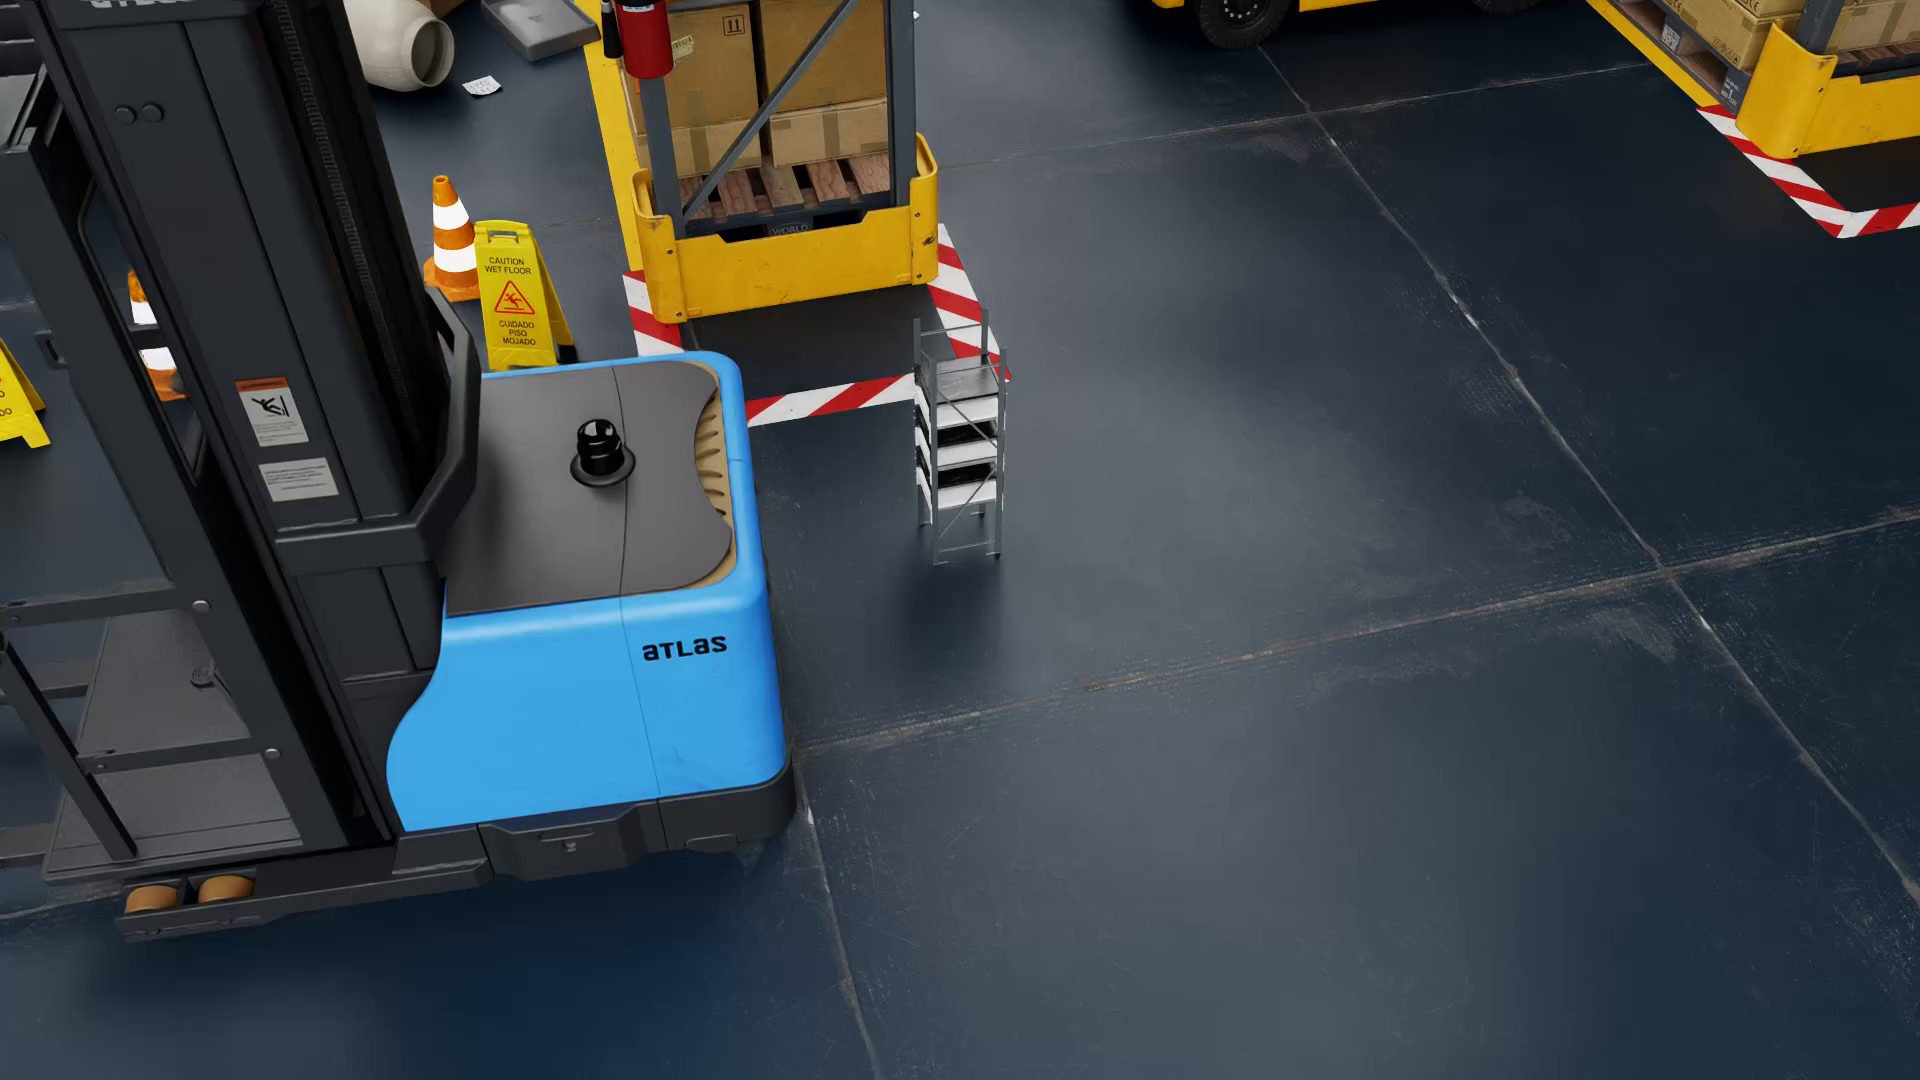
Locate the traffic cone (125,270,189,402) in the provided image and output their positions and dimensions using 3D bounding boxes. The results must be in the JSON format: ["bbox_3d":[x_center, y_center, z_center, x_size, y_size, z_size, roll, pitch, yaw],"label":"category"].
[{"bbox_3d":[-3.006,-0.805,6.215,0.336,0.463,0.334,-11,47,-10],"label":"traffic cone"}]

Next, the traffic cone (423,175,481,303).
[{"bbox_3d":[-2.020,-1.242,6.644,0.336,0.463,0.334,-11,47,-10],"label":"traffic cone"}]

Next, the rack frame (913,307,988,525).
[{"bbox_3d":[-0.028,-0.391,5.503,0.240,0.900,0.006,-11,47,-10],"label":"rack frame"}]

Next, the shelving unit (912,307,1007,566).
[{"bbox_3d":[-0.002,-0.321,5.434,0.258,0.900,0.210,-11,47,-10],"label":"shelving unit"}]

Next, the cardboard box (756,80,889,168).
[{"bbox_3d":[-0.603,-1.861,7.105,0.500,0.250,0.500,-11,47,-11],"label":"cardboard box"}]

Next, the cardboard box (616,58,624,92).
[{"bbox_3d":[-1.255,-2.122,7.360,0.500,0.250,0.500,-11,47,-10],"label":"cardboard box"}]

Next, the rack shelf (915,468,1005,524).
[{"bbox_3d":[-0.002,-0.171,5.586,0.258,0.077,0.200,-11,47,-10],"label":"rack shelf"}]

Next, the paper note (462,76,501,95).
[{"bbox_3d":[-2.249,-2.142,7.828,0.142,0.019,0.148,-26,51,-24],"label":"paper note"}]

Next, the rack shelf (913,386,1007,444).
[{"bbox_3d":[-0.002,-0.423,5.329,0.258,0.077,0.200,-11,47,-10],"label":"rack shelf"}]

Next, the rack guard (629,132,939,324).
[{"bbox_3d":[-0.683,-1.247,6.622,1.175,0.500,0.348,-11,47,-10],"label":"rack guard"}]

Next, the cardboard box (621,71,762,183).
[{"bbox_3d":[-1.137,-1.779,7.025,0.500,0.250,0.500,-11,47,-11],"label":"cardboard box"}]

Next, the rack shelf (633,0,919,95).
[{"bbox_3d":[-1.175,-3.198,7.288,1.077,0.370,4.000,-11,47,-10],"label":"rack shelf"}]

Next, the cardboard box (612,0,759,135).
[{"bbox_3d":[-1.121,-2.022,6.737,0.500,0.500,0.500,-10,46,-10],"label":"cardboard box"}]

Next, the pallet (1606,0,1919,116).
[{"bbox_3d":[3.898,-2.524,8.076,1.003,0.211,1.213,-11,47,-10],"label":"pallet"}]

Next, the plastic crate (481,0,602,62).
[{"bbox_3d":[-2.078,-2.575,8.218,0.402,0.080,0.583,-26,51,-24],"label":"plastic crate"}]

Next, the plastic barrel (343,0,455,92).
[{"bbox_3d":[-2.656,-2.317,7.724,0.512,0.421,0.421,19,48,17],"label":"plastic barrel"}]

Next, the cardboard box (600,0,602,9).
[{"bbox_3d":[-1.395,-2.482,7.714,0.500,0.250,0.500,-12,47,-12],"label":"cardboard box"}]

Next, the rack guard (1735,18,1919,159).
[{"bbox_3d":[4.140,-2.088,7.446,1.175,0.500,0.348,-11,47,-10],"label":"rack guard"}]

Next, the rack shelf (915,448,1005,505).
[{"bbox_3d":[-0.002,-0.234,5.522,0.258,0.077,0.200,-11,47,-10],"label":"rack shelf"}]

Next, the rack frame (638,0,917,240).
[{"bbox_3d":[-0.663,-2.069,5.678,1.000,3.000,0.127,-11,47,-10],"label":"rack frame"}]

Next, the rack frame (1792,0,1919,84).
[{"bbox_3d":[4.134,-2.980,6.570,1.000,3.000,0.127,-11,47,-10],"label":"rack frame"}]

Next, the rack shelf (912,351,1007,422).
[{"bbox_3d":[-0.002,-0.486,5.265,0.258,0.077,0.200,-11,47,-10],"label":"rack shelf"}]

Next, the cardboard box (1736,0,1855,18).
[{"bbox_3d":[3.707,-2.618,7.497,0.500,0.250,0.500,-11,47,-11],"label":"cardboard box"}]

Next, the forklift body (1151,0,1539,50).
[{"bbox_3d":[1.885,-3.658,7.829,2.313,2.155,1.214,-11,47,-10],"label":"forklift body"}]

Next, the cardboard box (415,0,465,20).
[{"bbox_3d":[-2.728,-2.968,8.307,0.500,0.500,0.500,19,48,17],"label":"cardboard box"}]

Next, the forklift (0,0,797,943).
[{"bbox_3d":[-2.044,-0.318,4.009,3.031,2.935,1.130,-7,46,-7],"label":"forklift"}]

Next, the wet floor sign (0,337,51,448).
[{"bbox_3d":[-3.501,-0.613,5.898,0.267,0.644,0.232,-18,48,-17],"label":"wet floor sign"}]

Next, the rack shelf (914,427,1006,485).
[{"bbox_3d":[-0.002,-0.297,5.458,0.258,0.077,0.200,-11,47,-10],"label":"rack shelf"}]

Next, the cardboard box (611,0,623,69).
[{"bbox_3d":[-1.257,-2.382,7.090,0.500,0.500,0.500,-9,46,-9],"label":"cardboard box"}]

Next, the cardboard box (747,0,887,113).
[{"bbox_3d":[-0.609,-2.140,6.853,0.500,0.500,0.500,-12,47,-12],"label":"cardboard box"}]

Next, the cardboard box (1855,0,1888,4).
[{"bbox_3d":[4.214,-2.702,7.579,0.500,0.250,0.500,-10,46,-10],"label":"cardboard box"}]

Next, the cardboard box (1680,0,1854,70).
[{"bbox_3d":[3.708,-2.431,7.663,0.500,0.250,0.500,-10,46,-10],"label":"cardboard box"}]

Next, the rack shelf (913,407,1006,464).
[{"bbox_3d":[-0.002,-0.360,5.394,0.258,0.077,0.200,-11,47,-10],"label":"rack shelf"}]

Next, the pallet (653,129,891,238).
[{"bbox_3d":[-0.857,-1.713,7.281,1.003,0.211,1.213,-11,47,-10],"label":"pallet"}]

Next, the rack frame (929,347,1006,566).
[{"bbox_3d":[0.024,-0.250,5.365,0.240,0.900,0.006,-11,47,-10],"label":"rack frame"}]

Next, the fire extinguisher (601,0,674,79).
[{"bbox_3d":[-1.080,-1.879,5.545,0.296,0.674,0.183,-11,47,-10],"label":"fire extinguisher"}]

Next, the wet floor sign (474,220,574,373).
[{"bbox_3d":[-1.649,-0.919,6.198,0.267,0.644,0.232,4,46,4],"label":"wet floor sign"}]

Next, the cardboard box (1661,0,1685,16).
[{"bbox_3d":[3.590,-2.776,8.001,0.500,0.250,0.500,-11,47,-10],"label":"cardboard box"}]

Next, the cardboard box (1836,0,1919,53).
[{"bbox_3d":[4.197,-2.539,7.769,0.500,0.250,0.500,-11,47,-10],"label":"cardboard box"}]
